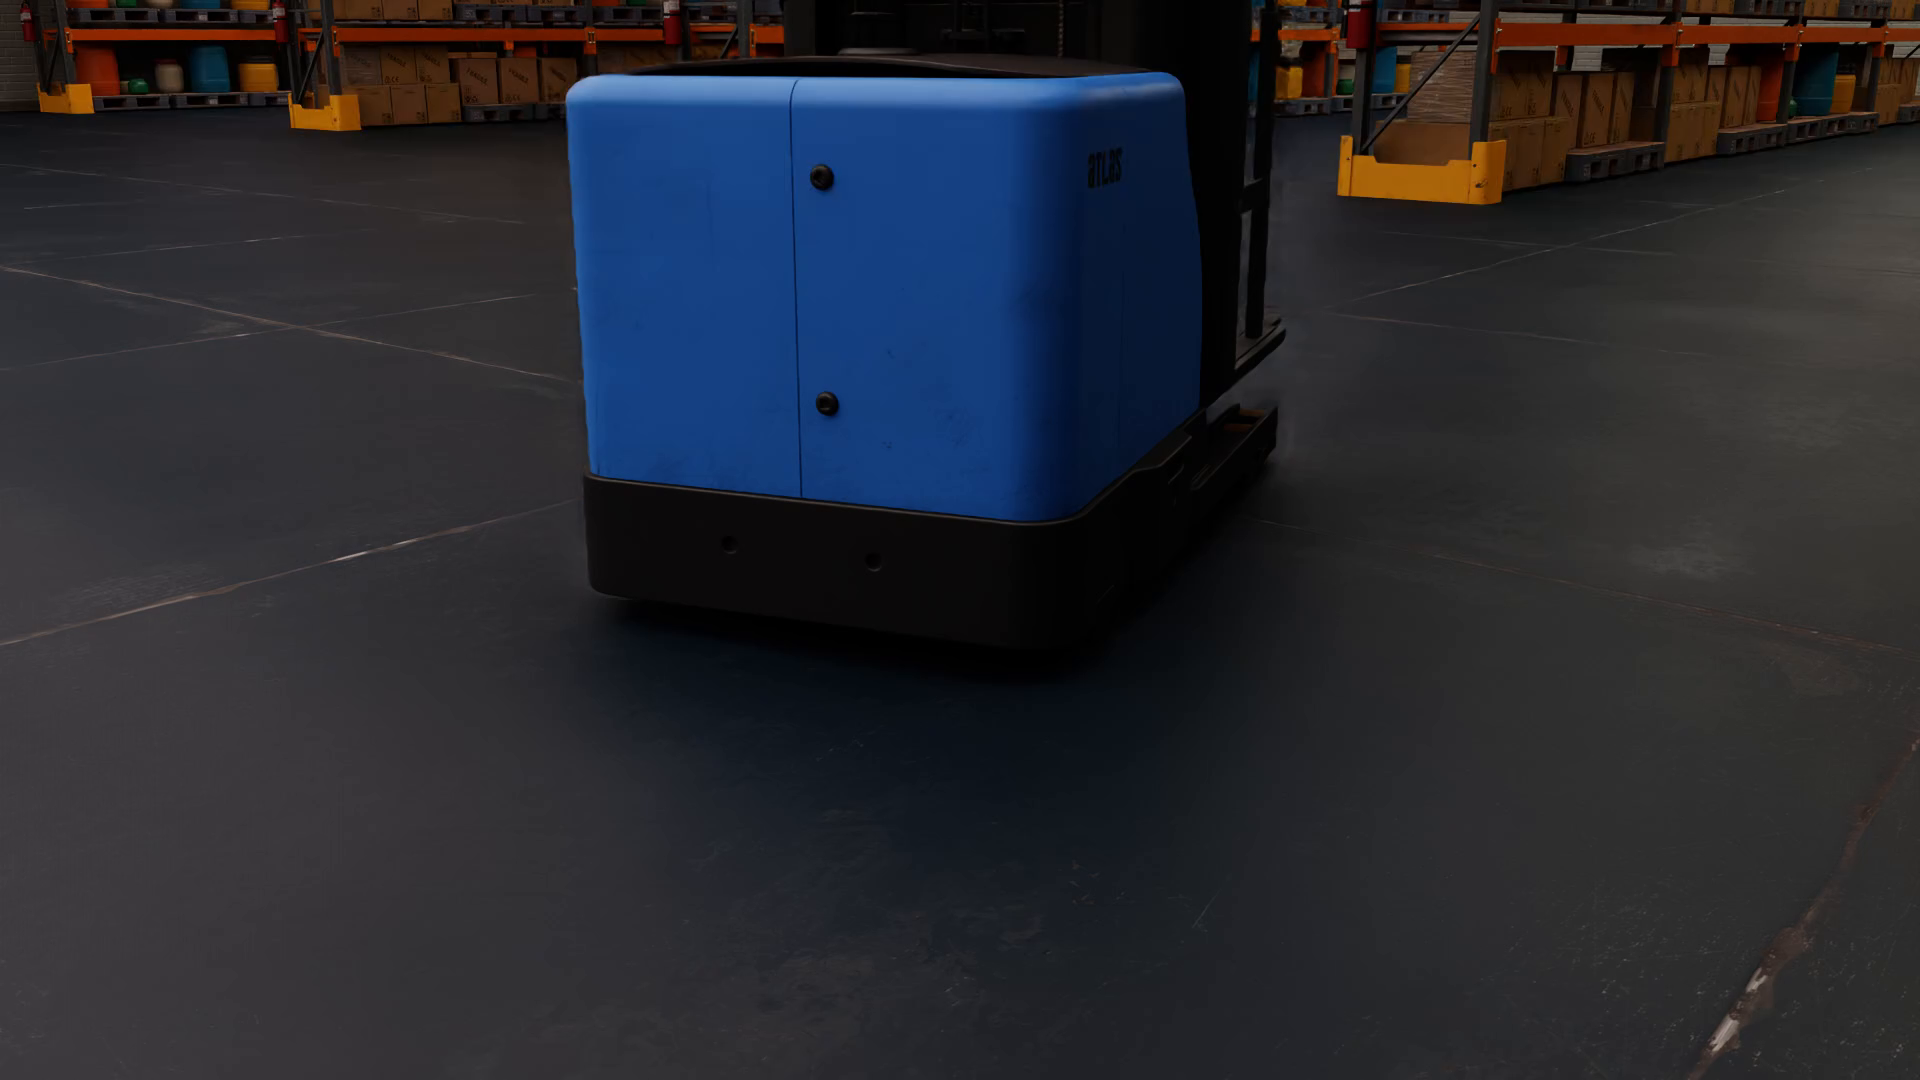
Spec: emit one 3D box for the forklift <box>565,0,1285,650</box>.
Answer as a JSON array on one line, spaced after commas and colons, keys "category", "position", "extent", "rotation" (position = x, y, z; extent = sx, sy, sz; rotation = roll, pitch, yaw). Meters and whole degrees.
[{"category": "forklift", "position": [0.242, -1.588, 4.128], "extent": [1.130, 2.935, 3.031], "rotation": [6, 18, 20]}]
